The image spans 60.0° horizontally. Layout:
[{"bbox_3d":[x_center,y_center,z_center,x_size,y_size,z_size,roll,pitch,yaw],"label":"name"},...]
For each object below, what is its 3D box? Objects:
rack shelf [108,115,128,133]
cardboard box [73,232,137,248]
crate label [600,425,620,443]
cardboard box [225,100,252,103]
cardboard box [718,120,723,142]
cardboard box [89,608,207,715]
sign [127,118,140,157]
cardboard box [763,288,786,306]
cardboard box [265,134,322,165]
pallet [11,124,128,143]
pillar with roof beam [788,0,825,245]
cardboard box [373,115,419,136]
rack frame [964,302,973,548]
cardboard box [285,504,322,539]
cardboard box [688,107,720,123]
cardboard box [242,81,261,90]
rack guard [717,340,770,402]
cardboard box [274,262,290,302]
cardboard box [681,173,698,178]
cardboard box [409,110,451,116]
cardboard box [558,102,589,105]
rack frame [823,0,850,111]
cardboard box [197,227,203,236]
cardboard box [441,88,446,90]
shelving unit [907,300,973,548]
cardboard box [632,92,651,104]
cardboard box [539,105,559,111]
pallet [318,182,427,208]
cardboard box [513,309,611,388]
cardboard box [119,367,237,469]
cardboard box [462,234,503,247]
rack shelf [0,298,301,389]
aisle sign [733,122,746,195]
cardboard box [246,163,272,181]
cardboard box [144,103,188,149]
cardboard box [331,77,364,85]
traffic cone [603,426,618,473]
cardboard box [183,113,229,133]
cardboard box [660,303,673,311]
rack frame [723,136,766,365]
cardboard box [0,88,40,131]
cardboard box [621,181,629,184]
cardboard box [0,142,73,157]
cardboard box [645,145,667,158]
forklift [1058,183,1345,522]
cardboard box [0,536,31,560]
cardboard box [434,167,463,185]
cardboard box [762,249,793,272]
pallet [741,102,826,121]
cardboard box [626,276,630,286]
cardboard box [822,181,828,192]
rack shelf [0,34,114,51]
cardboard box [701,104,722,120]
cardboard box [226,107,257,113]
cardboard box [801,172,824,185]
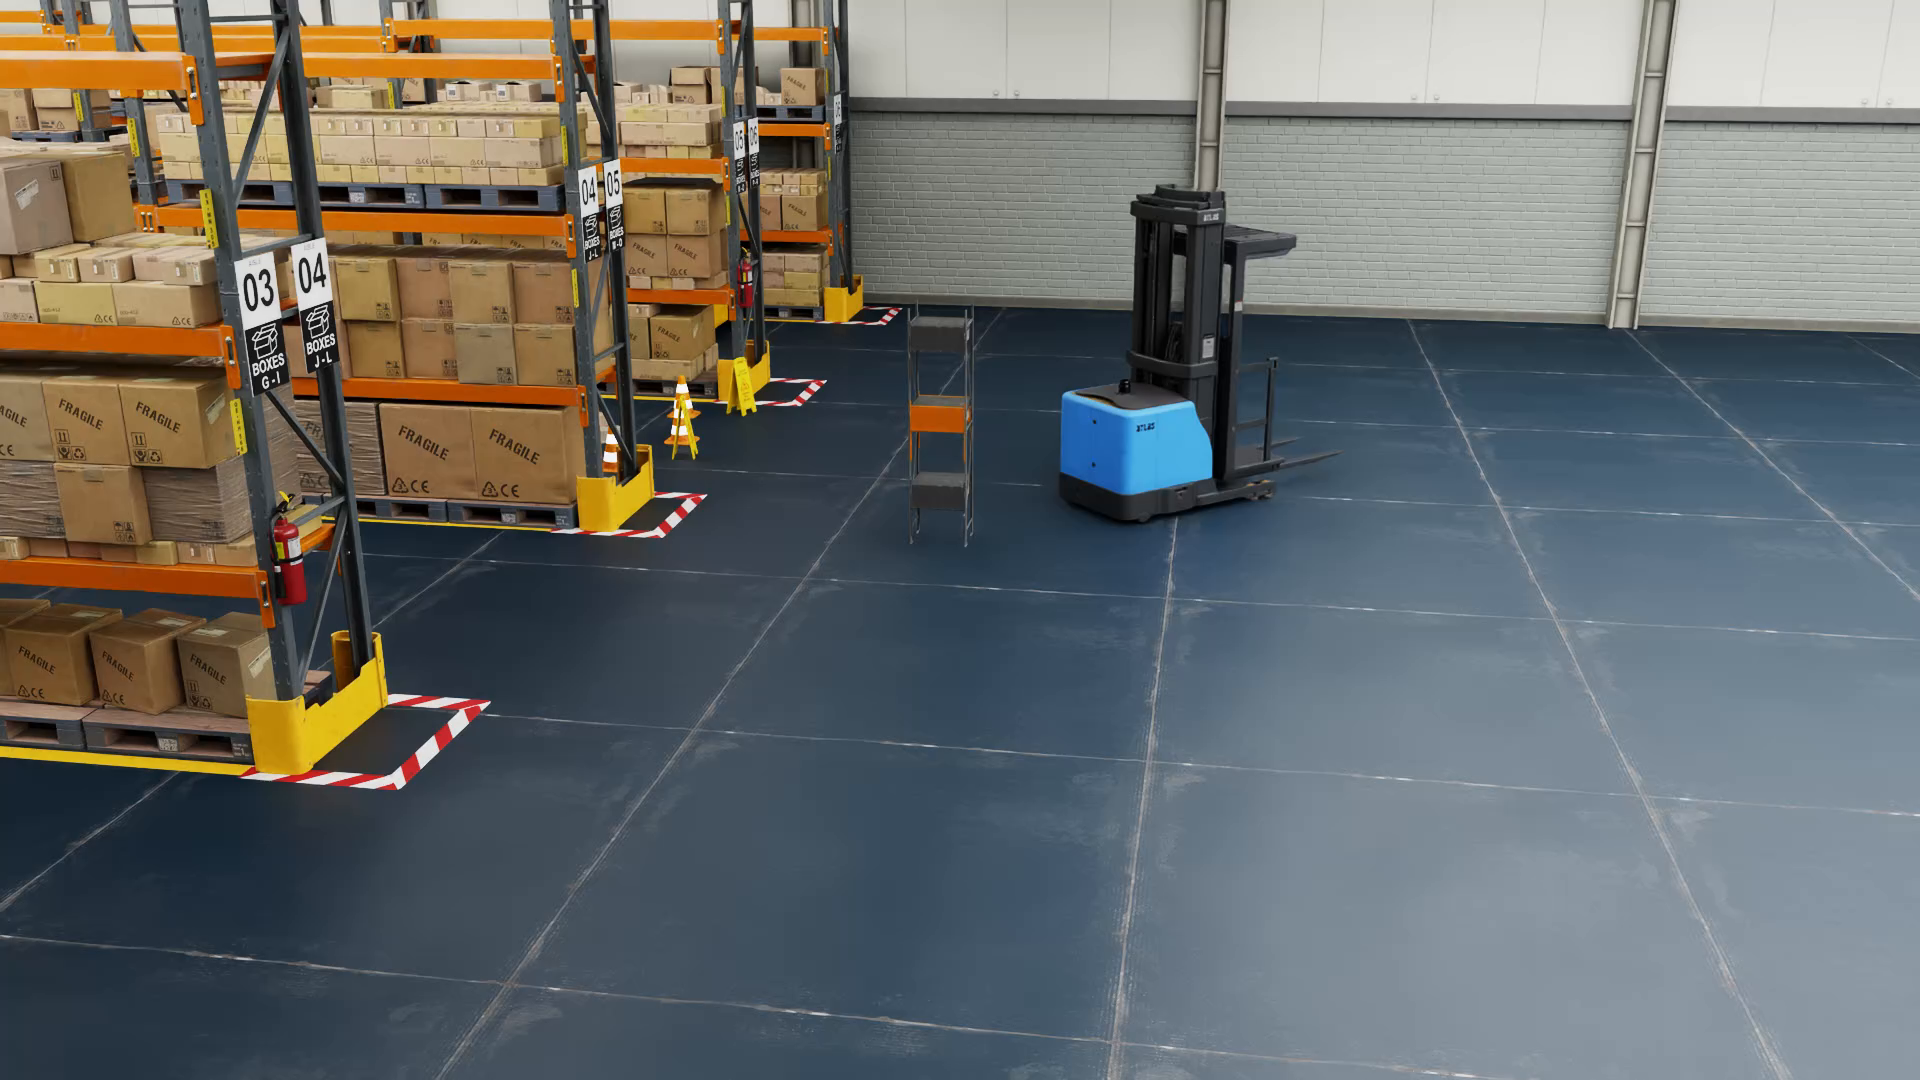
[{"bbox_3d":[-11.630,-6.379,25.548,4.000,0.370,1.077,3,19,9],"label":"rack shelf"},{"bbox_3d":[-5.354,-1.829,10.422,0.250,0.149,0.380,3,19,9],"label":"cardboard box"},{"bbox_3d":[-3.796,-1.155,18.039,0.298,0.136,0.250,-7,20,-20],"label":"crate label"},{"bbox_3d":[-10.697,-6.524,25.082,0.500,0.250,0.500,3,19,9],"label":"cardboard box"},{"bbox_3d":[-2.995,-4.841,19.584,0.500,0.250,0.500,3,19,8],"label":"cardboard box"},{"bbox_3d":[-5.322,0.795,10.976,0.500,0.500,0.500,8,20,23],"label":"cardboard box"},{"bbox_3d":[-7.252,-3.531,14.592,0.005,0.325,0.100,3,19,9],"label":"sign"},{"bbox_3d":[-2.760,-3.643,24.634,0.500,0.250,0.500,3,19,9],"label":"cardboard box"},{"bbox_3d":[-5.740,-3.462,14.642,0.500,0.250,0.500,3,19,8],"label":"cardboard box"},{"bbox_3d":[-11.083,-4.991,20.562,1.003,0.211,1.213,4,19,11],"label":"pallet"},{"bbox_3d":[-2.984,-6.609,20.372,0.400,9.000,9.100,3,19,9],"label":"pillar with roof beam"},{"bbox_3d":[-4.868,-3.587,14.387,0.250,0.149,0.380,3,19,8],"label":"cardboard box"},{"bbox_3d":[0.077,-0.992,14.458,0.015,2.100,0.400,3,19,9],"label":"rack frame"},{"bbox_3d":[-4.356,-0.105,10.785,0.250,0.149,0.380,3,19,9],"label":"cardboard box"},{"bbox_3d":[-2.921,-4.846,18.970,0.250,0.149,0.380,3,19,9],"label":"cardboard box"},{"bbox_3d":[-10.555,-6.847,24.953,0.250,0.149,0.380,2,19,7],"label":"cardboard box"},{"bbox_3d":[-2.615,-2.058,20.166,0.348,0.500,1.175,3,19,9],"label":"rack guard"},{"bbox_3d":[-4.547,-1.592,10.341,0.500,0.250,0.500,3,19,10],"label":"cardboard box"},{"bbox_3d":[-3.905,-5.336,24.376,0.250,0.149,0.380,3,19,9],"label":"cardboard box"},{"bbox_3d":[-4.760,-3.793,15.003,0.250,0.149,0.380,3,19,8],"label":"cardboard box"},{"bbox_3d":[-4.596,-5.127,19.810,0.250,0.149,0.380,3,19,9],"label":"cardboard box"},{"bbox_3d":[-1.757,-7.640,23.454,0.127,3.000,1.000,3,19,9],"label":"rack frame"},{"bbox_3d":[-8.991,-3.886,20.402,0.500,0.500,0.500,3,19,10],"label":"cardboard box"},{"bbox_3d":[-7.541,-6.672,24.839,0.250,0.166,0.380,3,19,9],"label":"cardboard box"},{"bbox_3d":[-0.163,-1.004,14.495,0.503,2.100,0.431,3,19,9],"label":"shelving unit"},{"bbox_3d":[-4.552,-6.390,24.022,0.250,0.149,0.380,3,19,10],"label":"cardboard box"},{"bbox_3d":[-4.683,-4.952,19.288,0.250,0.149,0.380,3,19,10],"label":"cardboard box"},{"bbox_3d":[-5.168,-3.159,14.929,1.213,0.211,1.003,3,19,9],"label":"pallet"},{"bbox_3d":[-3.599,-1.759,15.098,0.550,0.550,0.875,3,19,9],"label":"cardboard box"},{"bbox_3d":[-4.695,-0.748,10.109,0.500,0.500,0.500,3,19,9],"label":"cardboard box"},{"bbox_3d":[-5.600,-3.502,19.916,0.500,0.500,0.500,3,19,8],"label":"cardboard box"},{"bbox_3d":[-6.087,-1.317,10.418,4.000,0.370,1.077,3,19,9],"label":"rack shelf"},{"bbox_3d":[-2.525,-4.378,19.065,0.004,0.787,0.394,3,19,9],"label":"aisle sign"},{"bbox_3d":[-6.120,-3.272,14.704,0.250,0.149,0.380,3,19,8],"label":"cardboard box"},{"bbox_3d":[-9.505,-5.061,20.318,0.500,0.500,0.700,3,19,9],"label":"cardboard box"},{"bbox_3d":[-8.979,-6.801,24.698,0.500,0.500,0.500,3,19,9],"label":"cardboard box"},{"bbox_3d":[-3.525,-0.952,16.920,0.334,0.463,0.336,3,19,9],"label":"traffic cone"},{"bbox_3d":[-6.617,-3.676,14.654,0.250,0.149,0.380,3,19,8],"label":"cardboard box"},{"bbox_3d":[-3.833,-2.644,20.466,0.500,0.500,0.500,2,19,7],"label":"cardboard box"},{"bbox_3d":[-2.540,-3.240,19.758,0.127,3.000,1.000,3,19,9],"label":"rack frame"},{"bbox_3d":[-11.447,-5.302,20.374,0.500,0.500,0.700,2,19,6],"label":"cardboard box"},{"bbox_3d":[-4.916,-5.236,24.544,0.250,0.149,0.380,3,19,9],"label":"cardboard box"},{"bbox_3d":[-8.429,-3.476,15.155,0.500,0.250,0.500,3,19,8],"label":"cardboard box"},{"bbox_3d":[-3.445,-4.500,19.192,0.250,0.149,0.380,3,19,10],"label":"cardboard box"},{"bbox_3d":[2.445,-1.893,15.842,3.031,2.935,1.130,-12,22,-32],"label":"forklift"},{"bbox_3d":[-5.924,-0.008,10.496,0.250,0.149,0.380,3,19,9],"label":"cardboard box"},{"bbox_3d":[-4.360,-3.183,14.437,0.250,0.149,0.380,3,19,9],"label":"cardboard box"},{"bbox_3d":[-2.766,-4.114,24.466,0.500,0.250,0.500,3,19,10],"label":"cardboard box"},{"bbox_3d":[-2.451,-6.219,24.075,1.213,0.211,1.003,3,19,9],"label":"pallet"},{"bbox_3d":[-3.951,-3.130,19.827,0.250,0.149,0.380,3,19,9],"label":"cardboard box"},{"bbox_3d":[-2.051,-5.248,24.581,0.250,0.149,0.380,2,19,7],"label":"cardboard box"},{"bbox_3d":[-12.414,-6.057,20.488,4.000,0.370,1.077,3,19,9],"label":"rack shelf"},{"bbox_3d":[-2.859,-5.003,19.440,0.250,0.149,0.380,3,19,8],"label":"cardboard box"},{"bbox_3d":[-6.514,-3.882,15.270,0.250,0.149,0.380,3,19,8],"label":"cardboard box"},{"bbox_3d":[-2.144,-5.243,24.097,0.250,0.149,0.380,3,19,9],"label":"cardboard box"}]
